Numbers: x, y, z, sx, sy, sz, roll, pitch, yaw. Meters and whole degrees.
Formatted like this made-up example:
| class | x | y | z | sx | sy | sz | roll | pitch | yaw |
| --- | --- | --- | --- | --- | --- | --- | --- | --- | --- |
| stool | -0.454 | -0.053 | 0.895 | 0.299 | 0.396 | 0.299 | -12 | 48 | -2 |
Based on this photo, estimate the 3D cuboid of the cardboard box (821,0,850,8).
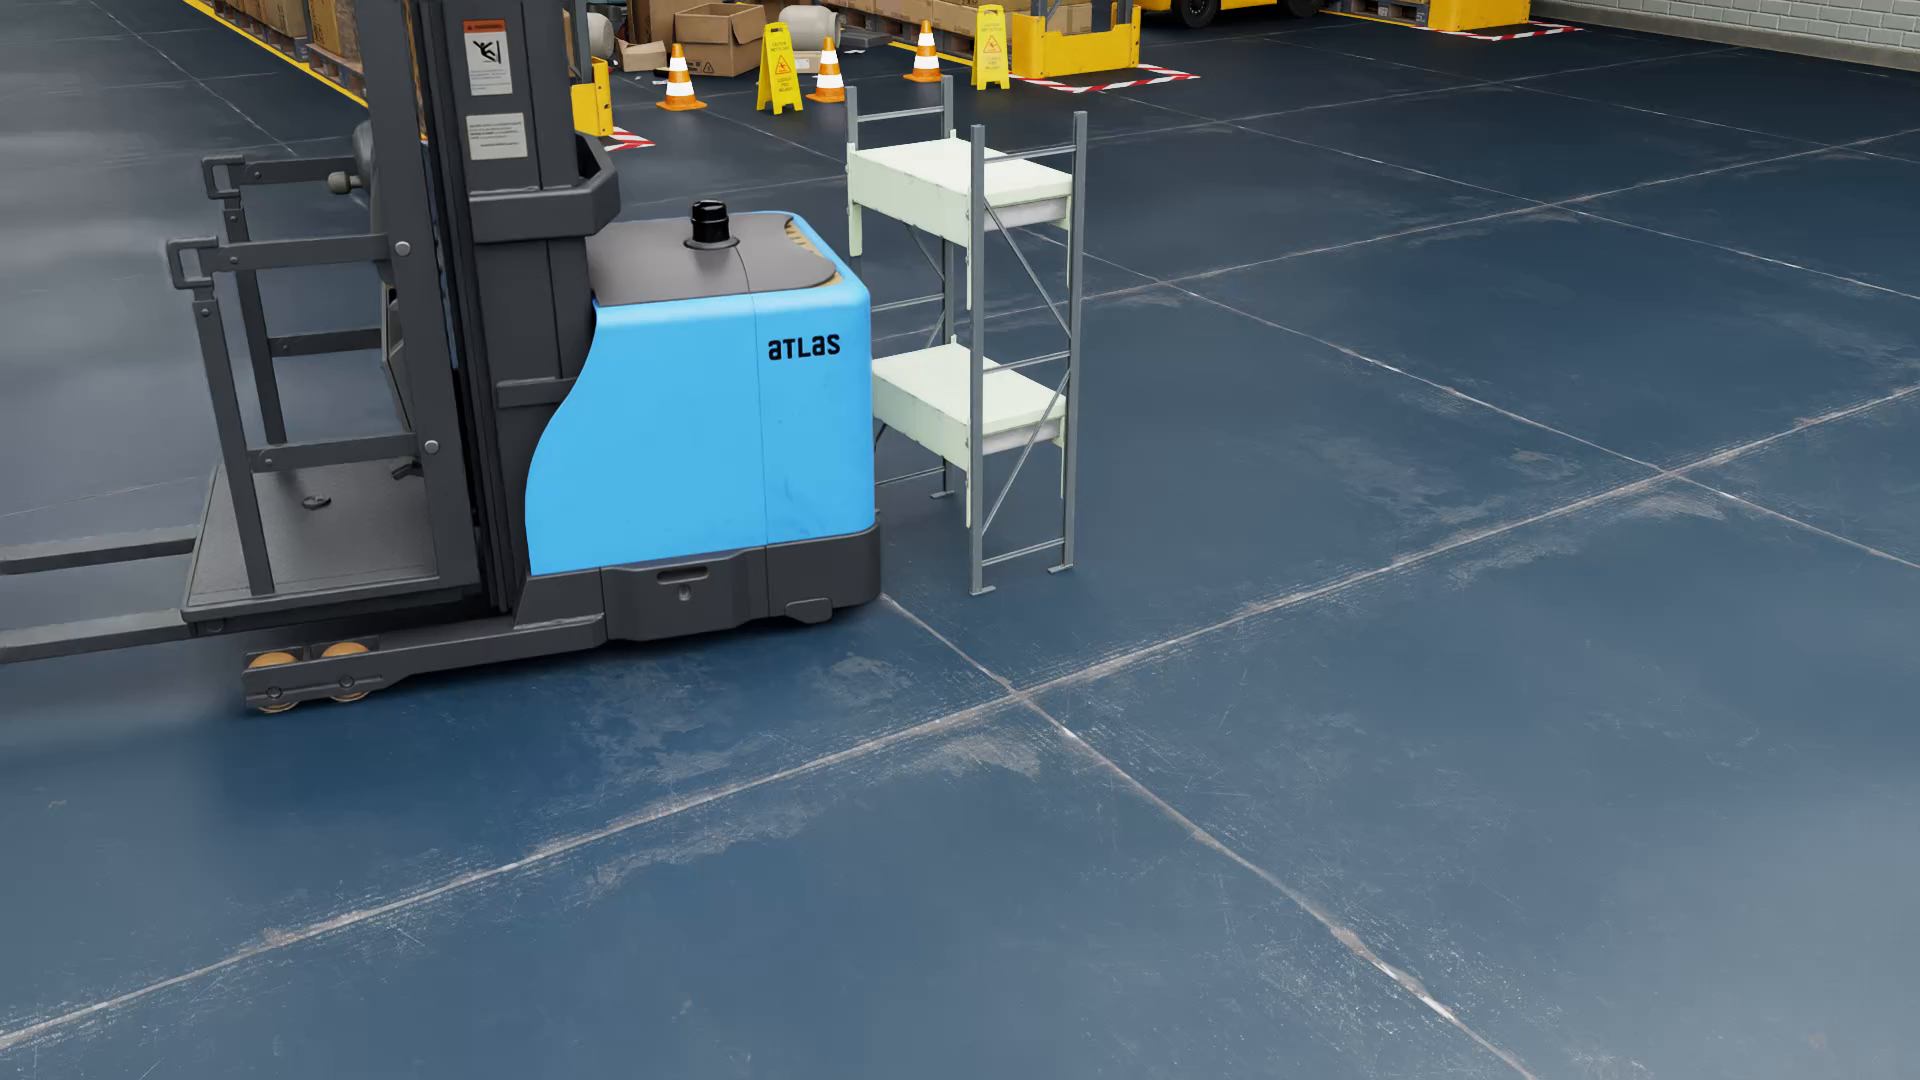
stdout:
| class | x | y | z | sx | sy | sz | roll | pitch | yaw |
| --- | --- | --- | --- | --- | --- | --- | --- | --- | --- |
| cardboard box | -1.049 | -5.486 | 16.586 | 0.500 | 0.250 | 0.500 | -17 | 30 | -32 |

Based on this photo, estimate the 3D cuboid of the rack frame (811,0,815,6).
| class | x | y | z | sx | sy | sz | roll | pitch | yaw |
| --- | --- | --- | --- | --- | --- | --- | --- | --- | --- |
| rack frame | -1.145 | -6.813 | 16.669 | 1.000 | 3.000 | 0.127 | -16 | 29 | -30 |

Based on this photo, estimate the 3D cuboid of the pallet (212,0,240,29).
| class | x | y | z | sx | sy | sz | roll | pitch | yaw |
| --- | --- | --- | --- | --- | --- | --- | --- | --- | --- |
| pallet | -7.053 | -5.494 | 17.140 | 1.003 | 0.211 | 1.213 | -16 | 29 | -30 |

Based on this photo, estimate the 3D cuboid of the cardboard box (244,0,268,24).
| class | x | y | z | sx | sy | sz | roll | pitch | yaw |
| --- | --- | --- | --- | --- | --- | --- | --- | --- | --- |
| cardboard box | -6.175 | -5.343 | 15.698 | 1.050 | 0.750 | 0.750 | -16 | 29 | -30 |

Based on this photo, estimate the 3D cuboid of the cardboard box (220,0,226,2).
| class | x | y | z | sx | sy | sz | roll | pitch | yaw |
| --- | --- | --- | --- | --- | --- | --- | --- | --- | --- |
| cardboard box | -7.164 | -5.988 | 17.065 | 1.050 | 0.750 | 0.750 | -16 | 30 | -30 |

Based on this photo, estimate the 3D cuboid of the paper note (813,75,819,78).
| class | x | y | z | sx | sy | sz | roll | pitch | yaw |
| --- | --- | --- | --- | --- | --- | --- | --- | --- | --- |
| paper note | -1.145 | -3.914 | 14.006 | 0.142 | 0.019 | 0.148 | 18 | 31 | 33 |

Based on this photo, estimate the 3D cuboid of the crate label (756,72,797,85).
| class | x | y | z | sx | sy | sz | roll | pitch | yaw |
| --- | --- | --- | --- | --- | --- | --- | --- | --- | --- |
| crate label | -1.502 | -3.828 | 13.698 | 0.298 | 0.136 | 0.250 | 12 | 28 | 24 |

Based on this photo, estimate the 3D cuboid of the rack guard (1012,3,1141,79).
| class | x | y | z | sx | sy | sz | roll | pitch | yaw |
| --- | --- | --- | --- | --- | --- | --- | --- | --- | --- |
| rack guard | 0.997 | -4.280 | 14.230 | 1.175 | 0.500 | 0.348 | -16 | 29 | -30 |

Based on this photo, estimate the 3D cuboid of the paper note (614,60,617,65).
| class | x | y | z | sx | sy | sz | roll | pitch | yaw |
| --- | --- | --- | --- | --- | --- | --- | --- | --- | --- |
| paper note | -2.963 | -4.218 | 14.659 | 0.172 | 0.023 | 0.155 | -6 | 26 | -12 |

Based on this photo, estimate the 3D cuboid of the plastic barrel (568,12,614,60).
| class | x | y | z | sx | sy | sz | roll | pitch | yaw |
| --- | --- | --- | --- | --- | --- | --- | --- | --- | --- |
| plastic barrel | -3.333 | -4.410 | 14.597 | 0.512 | 0.421 | 0.421 | 3 | 25 | 6 |

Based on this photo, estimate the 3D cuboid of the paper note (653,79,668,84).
| class | x | y | z | sx | sy | sz | roll | pitch | yaw |
| --- | --- | --- | --- | --- | --- | --- | --- | --- | --- |
| paper note | -2.464 | -3.791 | 13.747 | 0.144 | 0.017 | 0.142 | -6 | 26 | -12 |

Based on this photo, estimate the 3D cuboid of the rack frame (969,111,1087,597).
| class | x | y | z | sx | sy | sz | roll | pitch | yaw |
| --- | --- | --- | --- | --- | --- | --- | --- | --- | --- |
| rack frame | 0.203 | -0.545 | 5.147 | 0.400 | 1.500 | 0.023 | -16 | 29 | -30 |

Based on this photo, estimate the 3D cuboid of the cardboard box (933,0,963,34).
| class | x | y | z | sx | sy | sz | roll | pitch | yaw |
| --- | --- | --- | --- | --- | --- | --- | --- | --- | --- |
| cardboard box | 0.096 | -4.743 | 15.012 | 0.500 | 0.250 | 0.500 | -15 | 29 | -29 |

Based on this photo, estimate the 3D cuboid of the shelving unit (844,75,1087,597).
| class | x | y | z | sx | sy | sz | roll | pitch | yaw |
| --- | --- | --- | --- | --- | --- | --- | --- | --- | --- |
| shelving unit | 0.004 | -0.676 | 5.425 | 0.431 | 1.500 | 0.755 | -16 | 29 | -30 |

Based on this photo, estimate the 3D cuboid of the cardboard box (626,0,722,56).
| class | x | y | z | sx | sy | sz | roll | pitch | yaw |
| --- | --- | --- | --- | --- | --- | --- | --- | --- | --- |
| cardboard box | -2.559 | -4.686 | 14.928 | 0.797 | 0.637 | 0.503 | -16 | 29 | -30 |

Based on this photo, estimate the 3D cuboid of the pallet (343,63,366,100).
| class | x | y | z | sx | sy | sz | roll | pitch | yaw |
| --- | --- | --- | --- | --- | --- | --- | --- | --- | --- |
| pallet | -4.217 | -3.636 | 13.204 | 1.003 | 0.211 | 1.213 | -16 | 29 | -30 |

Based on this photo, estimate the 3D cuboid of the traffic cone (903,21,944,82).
| class | x | y | z | sx | sy | sz | roll | pitch | yaw |
| --- | --- | --- | --- | --- | --- | --- | --- | --- | --- |
| traffic cone | -0.277 | -4.089 | 13.869 | 0.336 | 0.463 | 0.334 | -16 | 29 | -30 |

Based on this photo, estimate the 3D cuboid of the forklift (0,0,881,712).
| class | x | y | z | sx | sy | sz | roll | pitch | yaw |
| --- | --- | --- | --- | --- | --- | --- | --- | --- | --- |
| forklift | -1.824 | -1.090 | 4.625 | 3.031 | 2.935 | 1.130 | -8 | 26 | -16 |

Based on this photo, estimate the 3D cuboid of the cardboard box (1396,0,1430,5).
| class | x | y | z | sx | sy | sz | roll | pitch | yaw |
| --- | --- | --- | --- | --- | --- | --- | --- | --- | --- |
| cardboard box | 4.674 | -5.582 | 16.789 | 0.500 | 0.250 | 0.500 | -15 | 29 | -29 |

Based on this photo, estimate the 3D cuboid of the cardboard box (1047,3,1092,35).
| class | x | y | z | sx | sy | sz | roll | pitch | yaw |
| --- | --- | --- | --- | --- | --- | --- | --- | --- | --- |
| cardboard box | 0.830 | -4.682 | 14.884 | 0.500 | 0.250 | 0.500 | -16 | 30 | -30 |

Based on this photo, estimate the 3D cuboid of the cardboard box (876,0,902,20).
| class | x | y | z | sx | sy | sz | roll | pitch | yaw |
| --- | --- | --- | --- | --- | --- | --- | --- | --- | --- |
| cardboard box | -0.456 | -5.109 | 15.787 | 0.500 | 0.250 | 0.500 | -16 | 30 | -30 |

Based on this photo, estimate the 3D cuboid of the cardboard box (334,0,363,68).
| class | x | y | z | sx | sy | sz | roll | pitch | yaw |
| --- | --- | --- | --- | --- | --- | --- | --- | --- | --- |
| cardboard box | -4.457 | -4.290 | 13.321 | 0.875 | 0.875 | 0.875 | -15 | 29 | -29 |

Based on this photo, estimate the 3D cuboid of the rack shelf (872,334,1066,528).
| class | x | y | z | sx | sy | sz | roll | pitch | yaw |
| --- | --- | --- | --- | --- | --- | --- | --- | --- | --- |
| rack shelf | 0.004 | -0.381 | 5.564 | 0.431 | 0.370 | 0.720 | -16 | 29 | -30 |

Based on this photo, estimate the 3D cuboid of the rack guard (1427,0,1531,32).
| class | x | y | z | sx | sy | sz | roll | pitch | yaw |
| --- | --- | --- | --- | --- | --- | --- | --- | --- | --- |
| rack guard | 5.209 | -5.402 | 16.607 | 1.175 | 0.500 | 0.348 | -16 | 29 | -30 |

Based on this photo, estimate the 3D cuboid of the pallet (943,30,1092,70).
| class | x | y | z | sx | sy | sz | roll | pitch | yaw |
| --- | --- | --- | --- | --- | --- | --- | --- | --- | --- |
| pallet | 0.583 | -4.448 | 14.924 | 1.003 | 0.211 | 1.213 | -16 | 29 | -30 |

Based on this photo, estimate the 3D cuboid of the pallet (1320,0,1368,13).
| class | x | y | z | sx | sy | sz | roll | pitch | yaw |
| --- | --- | --- | --- | --- | --- | --- | --- | --- | --- |
| pallet | 4.081 | -5.980 | 18.169 | 1.003 | 0.211 | 1.213 | -16 | 29 | -30 |

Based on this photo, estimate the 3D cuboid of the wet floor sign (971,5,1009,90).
| class | x | y | z | sx | sy | sz | roll | pitch | yaw |
| --- | --- | --- | --- | --- | --- | --- | --- | --- | --- |
| wet floor sign | 0.246 | -4.001 | 13.469 | 0.267 | 0.644 | 0.232 | -6 | 26 | -12 |

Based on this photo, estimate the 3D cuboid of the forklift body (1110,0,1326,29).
| class | x | y | z | sx | sy | sz | roll | pitch | yaw |
| --- | --- | --- | --- | --- | --- | --- | --- | --- | --- |
| forklift body | 2.632 | -6.410 | 16.809 | 2.313 | 2.155 | 1.214 | -16 | 29 | -30 |

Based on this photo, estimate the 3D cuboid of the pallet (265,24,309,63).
| class | x | y | z | sx | sy | sz | roll | pitch | yaw |
| --- | --- | --- | --- | --- | --- | --- | --- | --- | --- |
| pallet | -5.721 | -4.621 | 15.292 | 1.003 | 0.211 | 1.213 | -16 | 29 | -30 |

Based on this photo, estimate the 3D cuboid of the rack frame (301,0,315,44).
| class | x | y | z | sx | sy | sz | roll | pitch | yaw |
| --- | --- | --- | --- | --- | --- | --- | --- | --- | --- |
| rack frame | -5.237 | -5.624 | 14.149 | 1.000 | 3.000 | 0.127 | -16 | 29 | -30 |

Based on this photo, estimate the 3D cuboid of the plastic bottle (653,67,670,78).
| class | x | y | z | sx | sy | sz | roll | pitch | yaw |
| --- | --- | --- | --- | --- | --- | --- | --- | --- | --- |
| plastic bottle | -2.495 | -3.954 | 14.054 | 0.283 | 0.061 | 0.133 | 18 | 31 | 33 |

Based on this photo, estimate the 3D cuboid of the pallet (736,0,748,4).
| class | x | y | z | sx | sy | sz | roll | pitch | yaw |
| --- | --- | --- | --- | --- | --- | --- | --- | --- | --- |
| pallet | -2.241 | -6.267 | 18.779 | 1.003 | 0.211 | 1.213 | -16 | 29 | -30 |

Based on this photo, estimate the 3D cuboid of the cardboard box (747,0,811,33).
| class | x | y | z | sx | sy | sz | roll | pitch | yaw |
| --- | --- | --- | --- | --- | --- | --- | --- | --- | --- |
| cardboard box | -1.700 | -4.984 | 15.719 | 0.500 | 0.500 | 0.500 | 3 | 25 | 6 |

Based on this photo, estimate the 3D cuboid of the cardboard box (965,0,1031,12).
| class | x | y | z | sx | sy | sz | roll | pitch | yaw |
| --- | --- | --- | --- | --- | --- | --- | --- | --- | --- |
| cardboard box | 0.383 | -4.894 | 14.454 | 0.500 | 0.500 | 0.500 | -15 | 29 | -29 |

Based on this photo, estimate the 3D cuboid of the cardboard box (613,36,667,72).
| class | x | y | z | sx | sy | sz | roll | pitch | yaw |
| --- | --- | --- | --- | --- | --- | --- | --- | --- | --- |
| cardboard box | -2.756 | -4.202 | 14.340 | 0.396 | 0.266 | 0.258 | -10 | 27 | -21 |

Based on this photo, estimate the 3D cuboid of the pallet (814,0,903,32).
| class | x | y | z | sx | sy | sz | roll | pitch | yaw |
| --- | --- | --- | --- | --- | --- | --- | --- | --- | --- |
| pallet | -0.749 | -5.320 | 16.773 | 1.003 | 0.211 | 1.213 | -16 | 29 | -30 |
